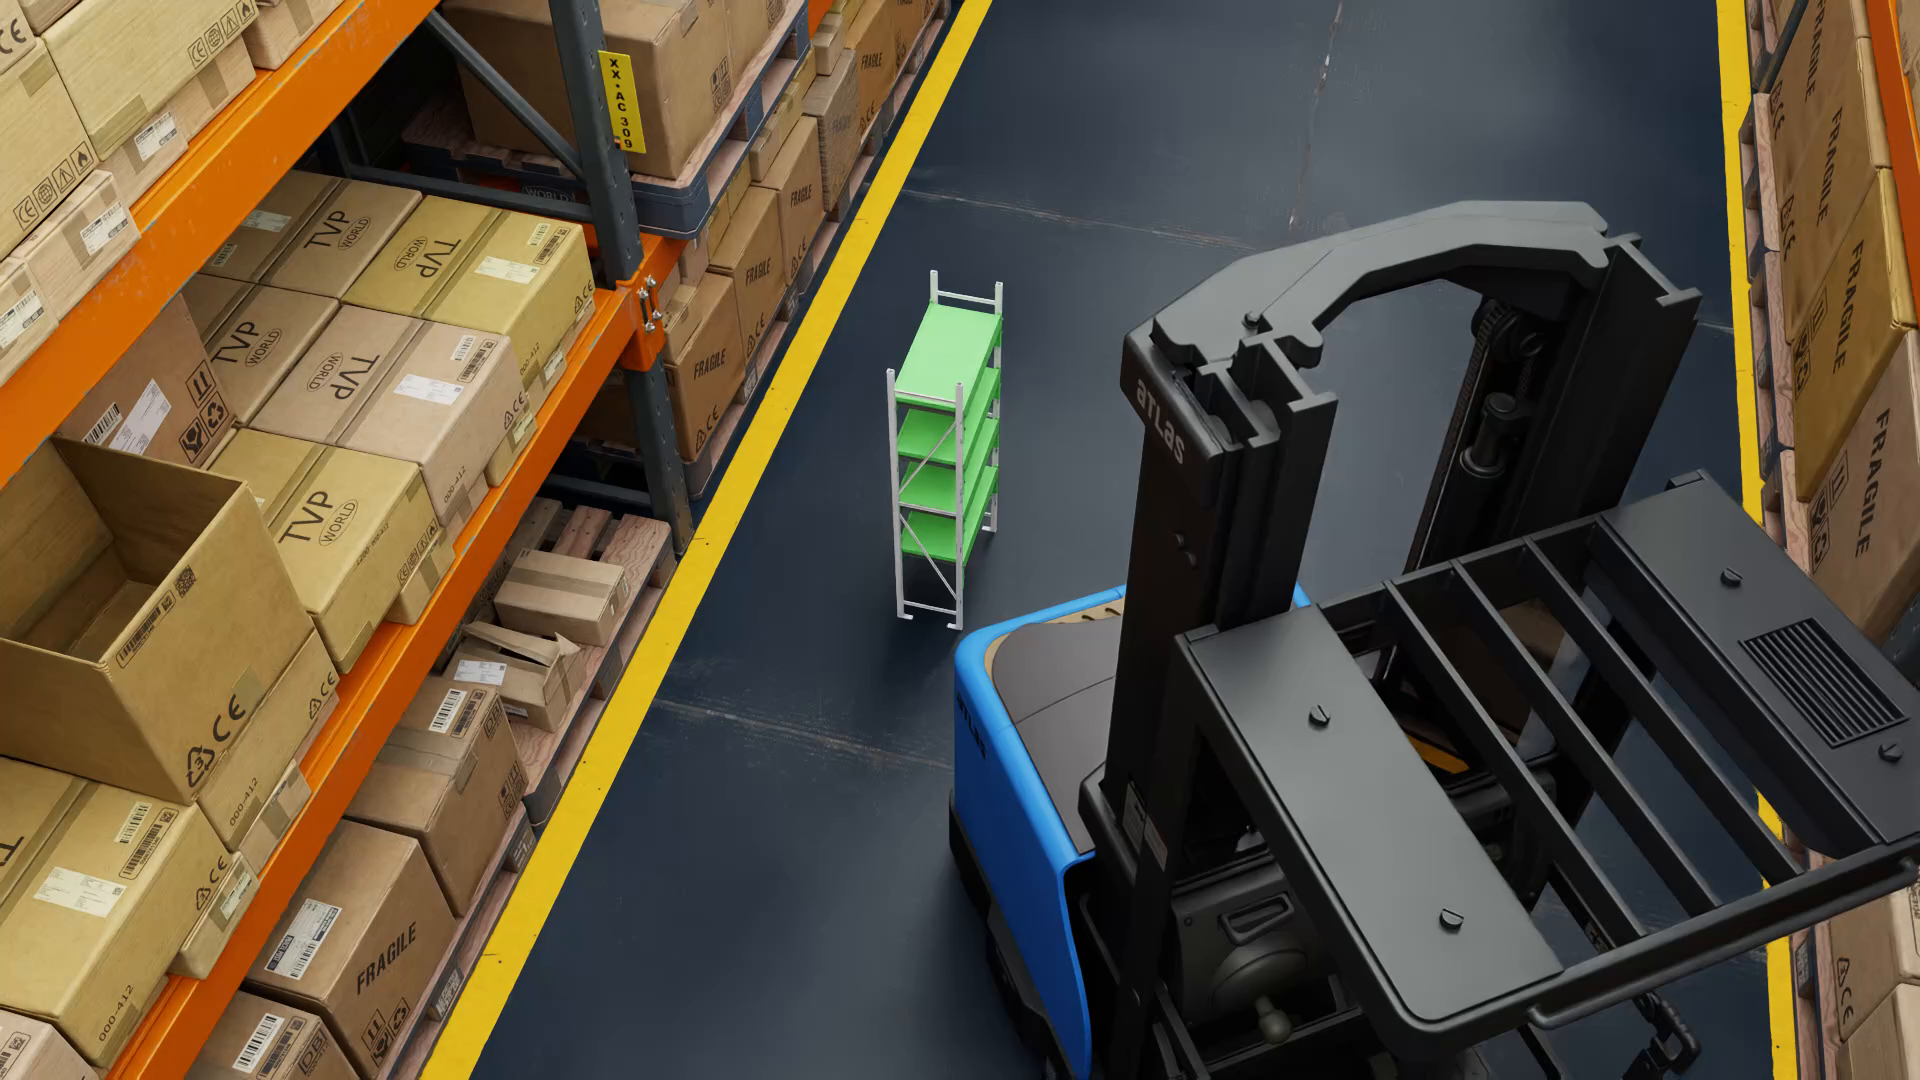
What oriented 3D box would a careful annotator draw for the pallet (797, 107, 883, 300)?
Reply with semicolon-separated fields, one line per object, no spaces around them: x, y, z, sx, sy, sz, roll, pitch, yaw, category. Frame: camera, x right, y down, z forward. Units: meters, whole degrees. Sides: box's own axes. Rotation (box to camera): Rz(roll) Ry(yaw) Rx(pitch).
-1.002;-1.629;7.547;1.003;0.211;1.213;12;50;10;pallet

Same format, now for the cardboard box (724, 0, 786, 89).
-1.019;-1.923;5.600;0.700;0.500;0.500;12;50;10;cardboard box

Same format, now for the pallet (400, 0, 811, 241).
-1.183;-1.564;5.758;1.003;0.211;1.213;12;50;10;pallet

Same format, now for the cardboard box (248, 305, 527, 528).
-1.515;-0.338;4.449;0.500;0.250;0.500;12;50;10;cardboard box

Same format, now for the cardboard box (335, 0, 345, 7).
-1.455;-1.293;3.558;0.380;0.149;0.250;13;50;11;cardboard box

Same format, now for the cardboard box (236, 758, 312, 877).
-1.763;0.605;3.883;0.380;0.149;0.250;13;50;11;cardboard box

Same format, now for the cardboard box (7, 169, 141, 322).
-1.685;-0.543;2.895;0.380;0.149;0.250;12;50;11;cardboard box

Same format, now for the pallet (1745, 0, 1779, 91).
4.551;-2.630;8.430;1.003;0.211;1.213;12;50;10;pallet

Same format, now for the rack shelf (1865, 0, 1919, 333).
3.818;-1.303;5.879;1.077;0.370;4.000;12;50;10;rack shelf

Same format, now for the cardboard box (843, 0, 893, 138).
-0.627;-2.189;7.568;0.500;0.500;0.500;14;50;12;cardboard box

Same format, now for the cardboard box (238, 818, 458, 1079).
-1.801;1.113;4.654;0.500;0.500;0.500;12;50;11;cardboard box

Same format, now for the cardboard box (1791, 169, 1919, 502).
3.607;-0.649;5.959;0.875;0.875;0.875;13;50;11;cardboard box

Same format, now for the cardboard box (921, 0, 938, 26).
-0.350;-2.928;8.221;0.500;0.500;0.500;13;50;11;cardboard box

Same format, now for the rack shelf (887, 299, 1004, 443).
-0.044;-0.553;5.382;0.258;0.148;0.480;12;50;10;rack shelf

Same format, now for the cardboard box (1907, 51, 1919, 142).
3.584;-1.523;5.693;0.500;0.250;0.500;12;50;10;cardboard box

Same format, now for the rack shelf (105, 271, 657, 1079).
-2.025;0.614;4.188;1.077;0.370;4.000;12;50;10;rack shelf

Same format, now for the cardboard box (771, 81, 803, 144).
-0.864;-1.761;6.758;0.380;0.149;0.250;13;50;11;cardboard box

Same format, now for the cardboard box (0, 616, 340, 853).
-1.795;0.392;3.805;0.500;0.250;0.500;10;49;9;cardboard box

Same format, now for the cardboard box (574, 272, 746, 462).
-1.154;-0.688;6.244;0.500;0.500;0.500;14;50;12;cardboard box

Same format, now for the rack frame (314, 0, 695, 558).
-1.498;-1.071;5.195;1.000;3.000;0.127;12;50;10;rack frame

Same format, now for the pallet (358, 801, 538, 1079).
-1.999;1.234;5.021;1.003;0.211;1.213;12;50;10;pallet

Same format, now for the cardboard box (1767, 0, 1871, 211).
4.082;-1.940;7.099;0.875;0.875;0.875;11;50;10;cardboard box

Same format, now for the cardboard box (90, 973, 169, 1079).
-1.952;0.968;3.563;0.380;0.149;0.250;12;50;11;cardboard box

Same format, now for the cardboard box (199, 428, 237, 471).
-2.152;-0.078;4.220;0.500;0.250;0.500;13;50;11;cardboard box

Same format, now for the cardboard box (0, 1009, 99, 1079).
-2.039;1.134;3.150;0.500;0.250;0.500;12;50;10;cardboard box

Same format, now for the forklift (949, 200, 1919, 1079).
0.973;0.907;3.494;1.130;2.935;3.031;-16;51;-14;forklift

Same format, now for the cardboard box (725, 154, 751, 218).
-1.034;-1.409;6.447;0.380;0.149;0.250;11;49;9;cardboard box

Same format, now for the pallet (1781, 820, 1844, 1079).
3.016;1.363;4.906;1.003;0.211;1.213;12;50;10;pallet

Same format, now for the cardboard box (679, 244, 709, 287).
-1.149;-1.020;6.104;0.380;0.149;0.250;10;49;9;cardboard box

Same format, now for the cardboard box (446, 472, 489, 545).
-1.527;-0.138;4.538;0.380;0.149;0.250;13;50;11;cardboard box

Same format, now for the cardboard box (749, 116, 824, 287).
-0.888;-1.436;6.903;0.500;0.500;0.500;10;49;9;cardboard box

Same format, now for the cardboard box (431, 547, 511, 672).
-1.900;0.111;5.665;0.500;0.311;0.500;13;50;11;cardboard box

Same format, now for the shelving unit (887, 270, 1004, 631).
-0.044;-0.277;5.694;0.258;1.200;0.503;12;50;10;shelving unit

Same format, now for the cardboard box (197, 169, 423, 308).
-1.889;-0.815;4.870;0.500;0.250;0.500;11;50;10;cardboard box

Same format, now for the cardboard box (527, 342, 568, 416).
-1.386;-0.515;4.871;0.380;0.149;0.250;13;50;11;cardboard box

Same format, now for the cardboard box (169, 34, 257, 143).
-1.622;-0.929;3.236;0.380;0.149;0.250;13;50;11;cardboard box

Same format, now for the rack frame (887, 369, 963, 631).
-0.108;-0.101;5.539;0.240;1.200;0.015;12;50;10;rack frame

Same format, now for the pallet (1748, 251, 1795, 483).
3.741;-0.630;6.665;1.003;0.211;1.213;12;50;10;pallet

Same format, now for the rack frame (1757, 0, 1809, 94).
4.344;-2.987;6.886;1.000;3.000;0.127;12;50;10;rack frame

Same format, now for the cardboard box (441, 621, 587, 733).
-1.456;0.414;5.427;0.396;0.266;0.258;13;50;11;cardboard box

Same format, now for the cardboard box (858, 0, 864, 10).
-0.598;-2.516;7.425;0.380;0.149;0.250;13;50;11;cardboard box

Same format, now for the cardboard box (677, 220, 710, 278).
-1.125;-1.100;5.977;0.380;0.149;0.250;9;49;8;cardboard box

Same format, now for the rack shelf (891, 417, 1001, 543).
-0.044;-0.235;5.742;0.258;0.148;0.480;12;50;10;rack shelf

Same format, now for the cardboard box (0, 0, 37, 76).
-1.797;-0.757;2.485;0.500;0.250;0.500;13;50;11;cardboard box

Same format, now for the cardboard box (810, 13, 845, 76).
-0.707;-2.130;7.084;0.380;0.149;0.250;9;49;8;cardboard box

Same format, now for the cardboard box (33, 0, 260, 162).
-1.656;-0.968;3.004;0.500;0.250;0.500;13;50;11;cardboard box

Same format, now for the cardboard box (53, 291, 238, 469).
-2.147;-0.343;3.954;0.500;0.500;0.500;10;49;9;cardboard box

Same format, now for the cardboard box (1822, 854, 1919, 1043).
3.022;1.048;4.754;0.875;0.438;0.875;11;49;9;cardboard box
